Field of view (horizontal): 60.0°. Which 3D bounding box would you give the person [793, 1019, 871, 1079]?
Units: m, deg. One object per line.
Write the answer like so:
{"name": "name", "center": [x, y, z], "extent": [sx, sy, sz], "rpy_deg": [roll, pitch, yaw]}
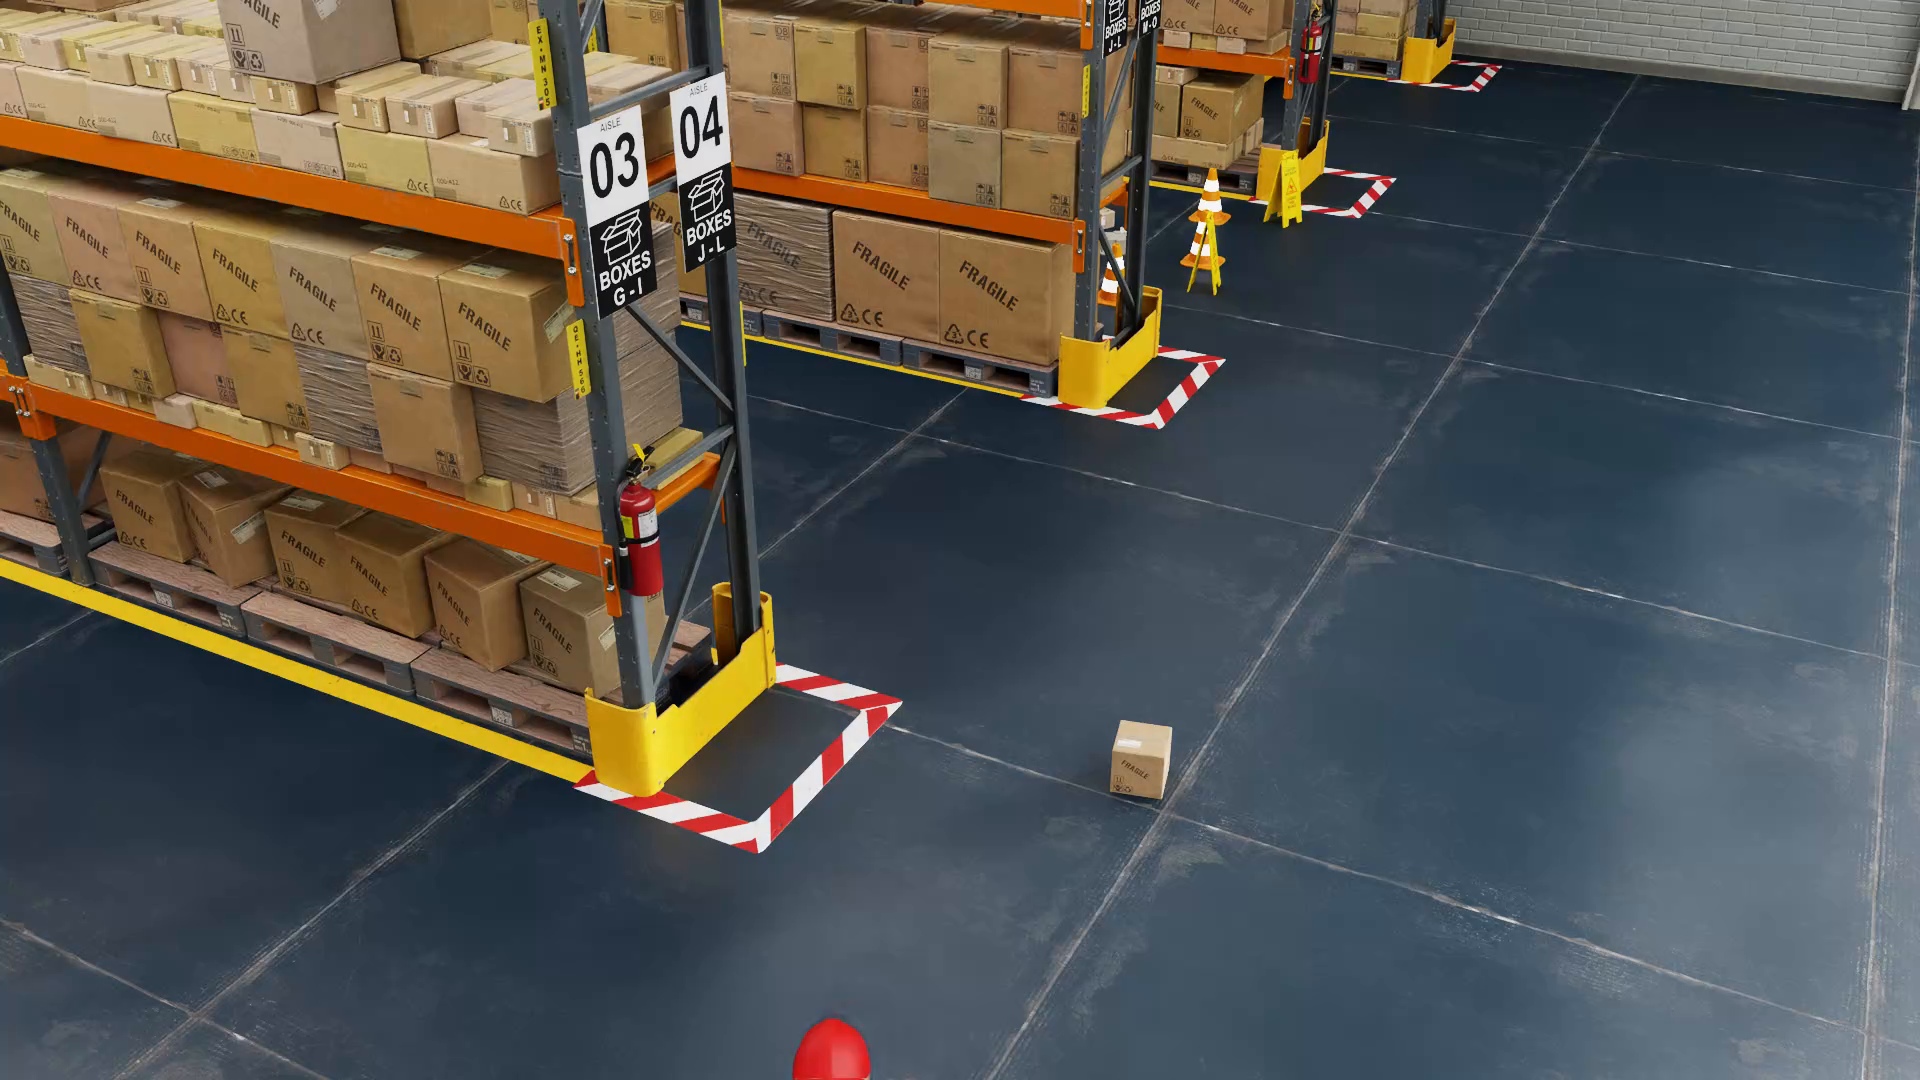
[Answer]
{"name": "person", "center": [-0.313, 2.036, 4.684], "extent": [0.553, 1.778, 0.680], "rpy_deg": [7, 30, 11]}
